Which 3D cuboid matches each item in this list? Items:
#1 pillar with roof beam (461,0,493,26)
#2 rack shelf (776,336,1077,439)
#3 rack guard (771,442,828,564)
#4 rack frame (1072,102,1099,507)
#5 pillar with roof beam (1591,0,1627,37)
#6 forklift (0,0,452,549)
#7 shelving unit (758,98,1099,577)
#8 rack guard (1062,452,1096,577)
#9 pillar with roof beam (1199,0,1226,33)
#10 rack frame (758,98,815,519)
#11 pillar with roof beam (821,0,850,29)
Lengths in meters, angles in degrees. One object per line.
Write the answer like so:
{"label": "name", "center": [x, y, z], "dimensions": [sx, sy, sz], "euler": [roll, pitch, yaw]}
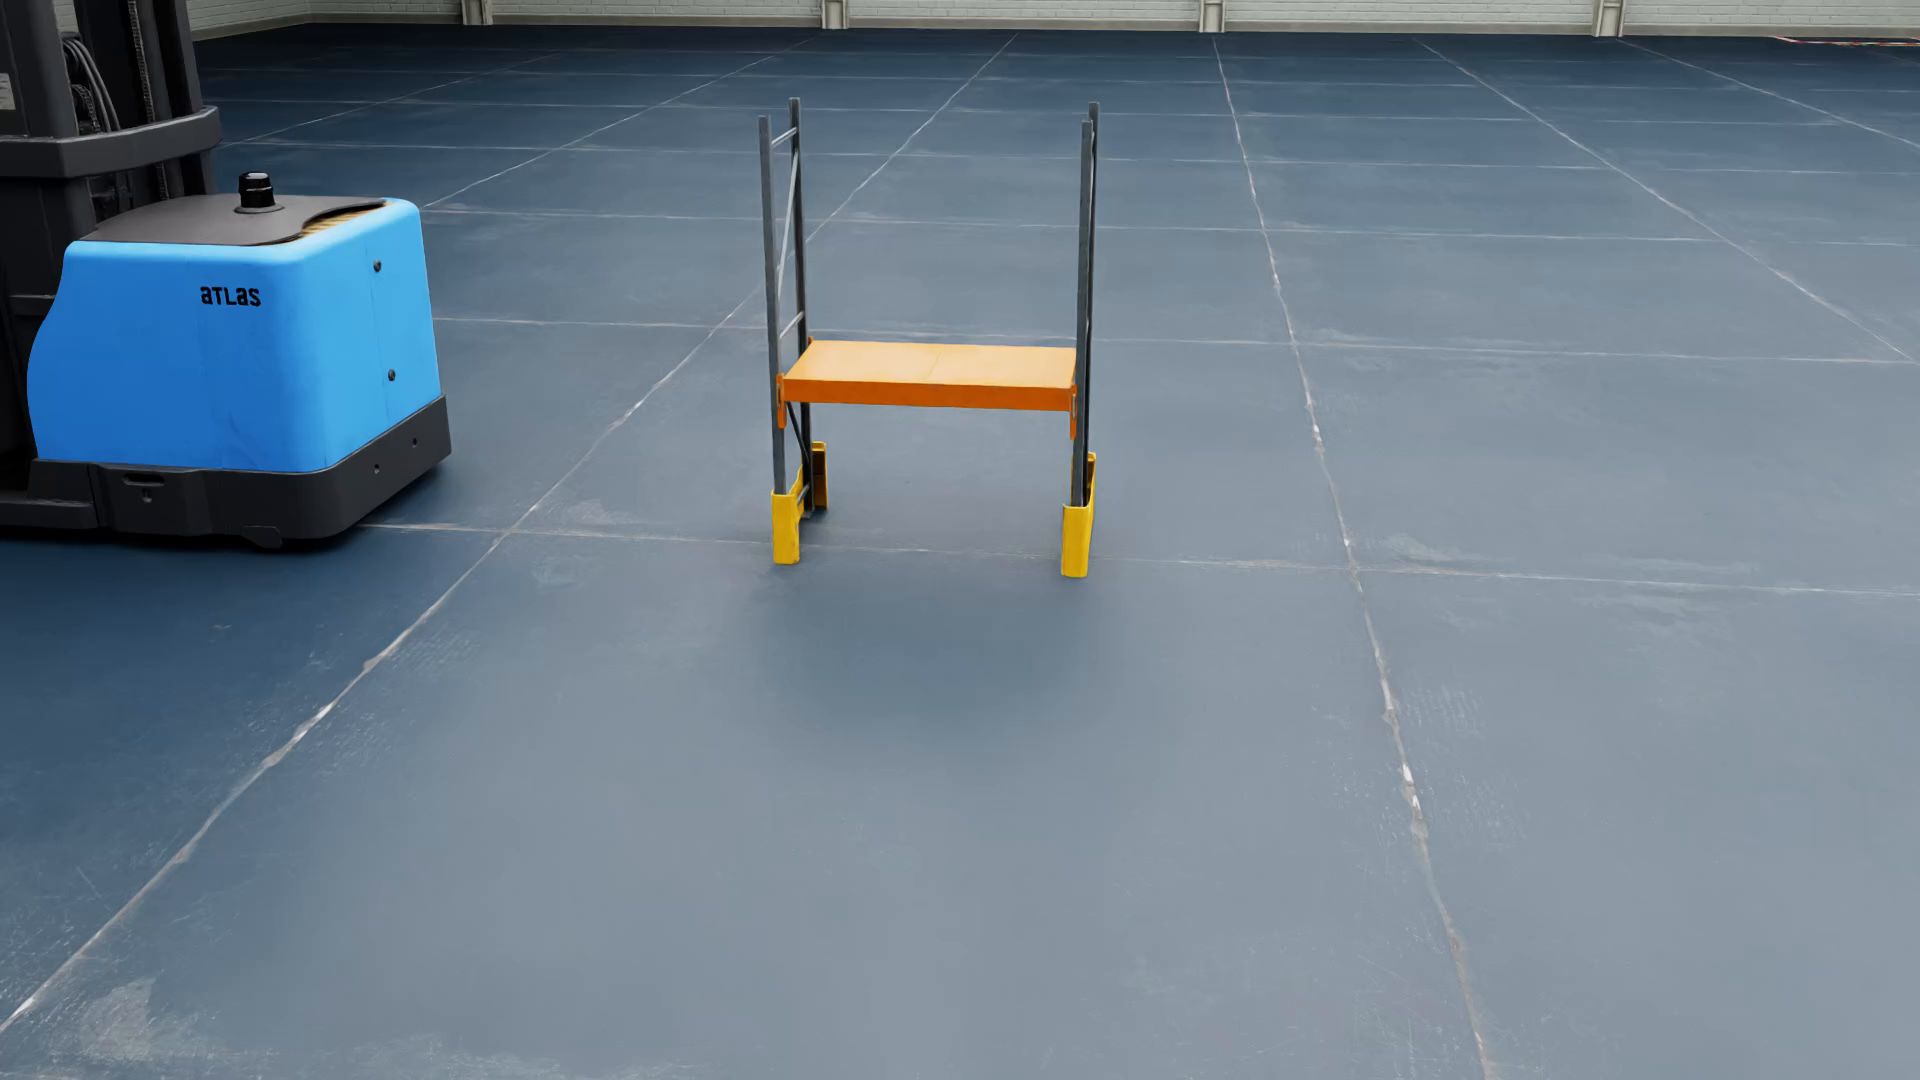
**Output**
{"label": "pillar with roof beam", "center": [-8.465, -11.132, 21.857], "dimensions": [0.400, 9.000, 9.100], "euler": [2, 22, 6]}
{"label": "rack shelf", "center": [-0.085, -0.534, 5.740], "dimensions": [1.000, 0.185, 0.538], "euler": [2, 22, 6]}
{"label": "rack guard", "center": [-0.570, -0.141, 5.957], "dimensions": [0.087, 0.250, 0.587], "euler": [2, 22, 6]}
{"label": "rack frame", "center": [0.420, -0.679, 5.618], "dimensions": [0.032, 1.500, 0.500], "euler": [2, 22, 6]}
{"label": "pillar with roof beam", "center": [9.410, -10.353, 19.887], "dimensions": [0.400, 9.000, 9.100], "euler": [2, 22, 6]}
{"label": "forklift", "center": [-3.587, -1.568, 5.919], "dimensions": [3.031, 2.935, 1.130], "euler": [3, 22, 8]}
{"label": "shelving unit", "center": [-0.076, -0.701, 5.672], "dimensions": [1.083, 1.500, 0.587], "euler": [2, 22, 6]}
{"label": "rack guard", "center": [0.419, -0.098, 5.848], "dimensions": [0.087, 0.250, 0.587], "euler": [2, 22, 6]}
{"label": "pillar with roof beam", "center": [3.452, -10.613, 20.544], "dimensions": [0.400, 9.000, 9.100], "euler": [2, 22, 6]}
{"label": "rack frame", "center": [-0.590, -0.723, 5.729], "dimensions": [0.032, 1.500, 0.500], "euler": [2, 22, 6]}
{"label": "pillar with roof beam", "center": [-2.507, -10.872, 21.201], "dimensions": [0.400, 9.000, 9.100], "euler": [2, 22, 6]}
